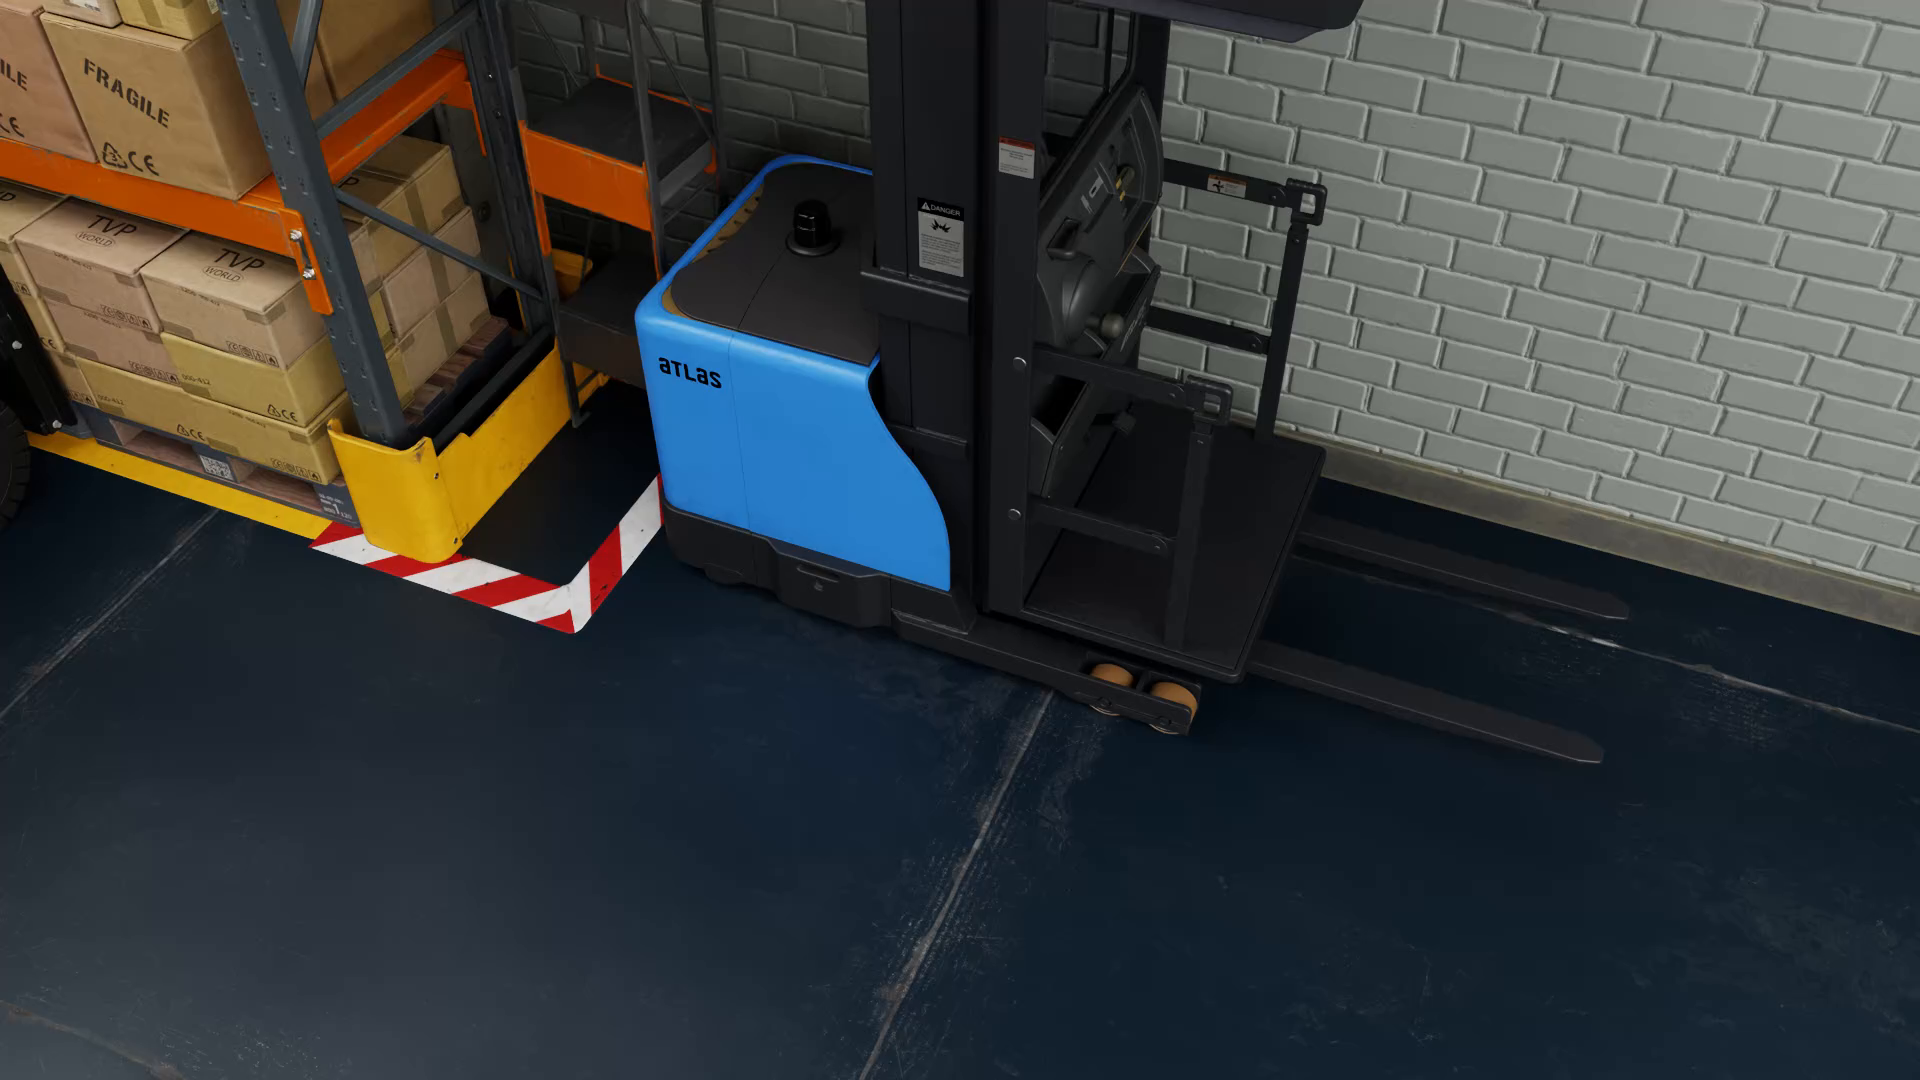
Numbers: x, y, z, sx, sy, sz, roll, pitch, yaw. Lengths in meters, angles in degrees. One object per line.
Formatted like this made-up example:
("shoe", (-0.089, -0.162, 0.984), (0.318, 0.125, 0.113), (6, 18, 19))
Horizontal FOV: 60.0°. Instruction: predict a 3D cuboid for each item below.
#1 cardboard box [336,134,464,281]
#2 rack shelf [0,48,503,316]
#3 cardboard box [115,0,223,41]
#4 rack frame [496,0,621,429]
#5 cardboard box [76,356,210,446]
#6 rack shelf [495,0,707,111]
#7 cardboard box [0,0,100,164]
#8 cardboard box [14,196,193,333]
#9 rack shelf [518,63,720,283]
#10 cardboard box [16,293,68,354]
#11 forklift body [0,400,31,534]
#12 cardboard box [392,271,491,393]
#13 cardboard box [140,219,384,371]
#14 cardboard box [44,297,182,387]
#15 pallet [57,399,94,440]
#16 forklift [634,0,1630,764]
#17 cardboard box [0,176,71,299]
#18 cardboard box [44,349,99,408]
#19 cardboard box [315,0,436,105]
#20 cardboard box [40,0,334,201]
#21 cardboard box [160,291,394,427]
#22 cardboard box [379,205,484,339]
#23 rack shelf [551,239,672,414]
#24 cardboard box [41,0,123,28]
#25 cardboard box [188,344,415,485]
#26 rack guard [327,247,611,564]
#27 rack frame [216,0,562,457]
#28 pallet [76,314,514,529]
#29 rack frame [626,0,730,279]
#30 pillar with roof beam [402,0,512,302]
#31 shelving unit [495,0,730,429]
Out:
("cardboard box", (-2.091, -1.185, 5.757), (0.500, 0.250, 0.500), (16, 47, 15))
("rack shelf", (-3.566, -1.690, 5.832), (4.000, 0.370, 1.077), (16, 47, 16))
("cardboard box", (-2.148, -1.579, 4.680), (0.250, 0.149, 0.380), (17, 47, 16))
("rack frame", (-1.300, -1.271, 5.516), (0.015, 2.100, 0.400), (22, 49, 18))
("cardboard box", (-2.731, -0.640, 5.918), (0.500, 0.250, 0.500), (16, 47, 16))
("rack shelf", (-1.064, -1.664, 4.950), (0.480, 0.518, 0.431), (22, 49, 18))
("cardboard box", (-2.751, -1.547, 5.108), (0.500, 0.500, 0.500), (18, 48, 17))
("cardboard box", (-2.739, -0.988, 5.559), (0.500, 0.250, 0.500), (17, 47, 17))
("rack shelf", (-1.085, -1.176, 5.451), (0.480, 0.518, 0.431), (22, 49, 18))
("cardboard box", (-3.233, -0.952, 5.877), (0.500, 0.250, 0.500), (15, 47, 15))
("forklift body", (-4.173, -0.429, 4.656), (1.214, 2.155, 2.313), (16, 47, 16))
("cardboard box", (-2.099, -0.837, 6.116), (0.500, 0.250, 0.500), (17, 47, 16))
("cardboard box", (-2.266, -0.853, 5.423), (0.500, 0.250, 0.500), (18, 48, 17))
("cardboard box", (-2.749, -0.826, 5.750), (0.500, 0.250, 0.500), (16, 47, 15))
("pallet", (-3.564, -0.927, 6.531), (1.213, 0.211, 1.003), (16, 47, 16))
("forklift", (0.580, -0.868, 4.544), (3.031, 2.935, 1.130), (16, 47, 16))
("cardboard box", (-3.209, -1.118, 5.690), (0.500, 0.250, 0.500), (17, 47, 16))
("cardboard box", (-3.189, -0.781, 6.060), (0.500, 0.250, 0.500), (17, 47, 16))
("cardboard box", (-2.071, -1.753, 5.314), (0.500, 0.500, 0.500), (18, 48, 17))
("cardboard box", (-2.276, -1.400, 4.960), (0.500, 0.500, 0.500), (15, 47, 15))
("cardboard box", (-2.290, -0.682, 5.606), (0.500, 0.250, 0.500), (16, 47, 15))
("cardboard box", (-2.074, -1.017, 5.942), (0.500, 0.250, 0.500), (17, 47, 17))
("rack shelf", (-1.105, -0.688, 5.952), (0.480, 0.518, 0.431), (22, 49, 18))
("cardboard box", (-2.396, -1.629, 4.730), (0.250, 0.149, 0.380), (17, 47, 16))
("cardboard box", (-2.276, -0.498, 5.776), (0.500, 0.250, 0.500), (17, 47, 16))
("rack guard", (-1.698, -0.510, 5.908), (0.348, 0.500, 1.175), (16, 47, 16))
("rack frame", (-1.720, -1.402, 5.033), (0.127, 3.000, 1.000), (16, 47, 16))
("pallet", (-2.442, -0.594, 6.197), (1.213, 0.211, 1.003), (16, 47, 16))
("rack frame", (-0.868, -1.100, 5.367), (0.015, 2.100, 0.400), (22, 49, 18))
("pillar with roof beam", (-3.674, -1.502, 0.880), (0.400, 9.000, 9.100), (16, 47, 16))
("shelving unit", (-1.084, -1.186, 5.441), (0.503, 2.100, 0.431), (22, 49, 18))
